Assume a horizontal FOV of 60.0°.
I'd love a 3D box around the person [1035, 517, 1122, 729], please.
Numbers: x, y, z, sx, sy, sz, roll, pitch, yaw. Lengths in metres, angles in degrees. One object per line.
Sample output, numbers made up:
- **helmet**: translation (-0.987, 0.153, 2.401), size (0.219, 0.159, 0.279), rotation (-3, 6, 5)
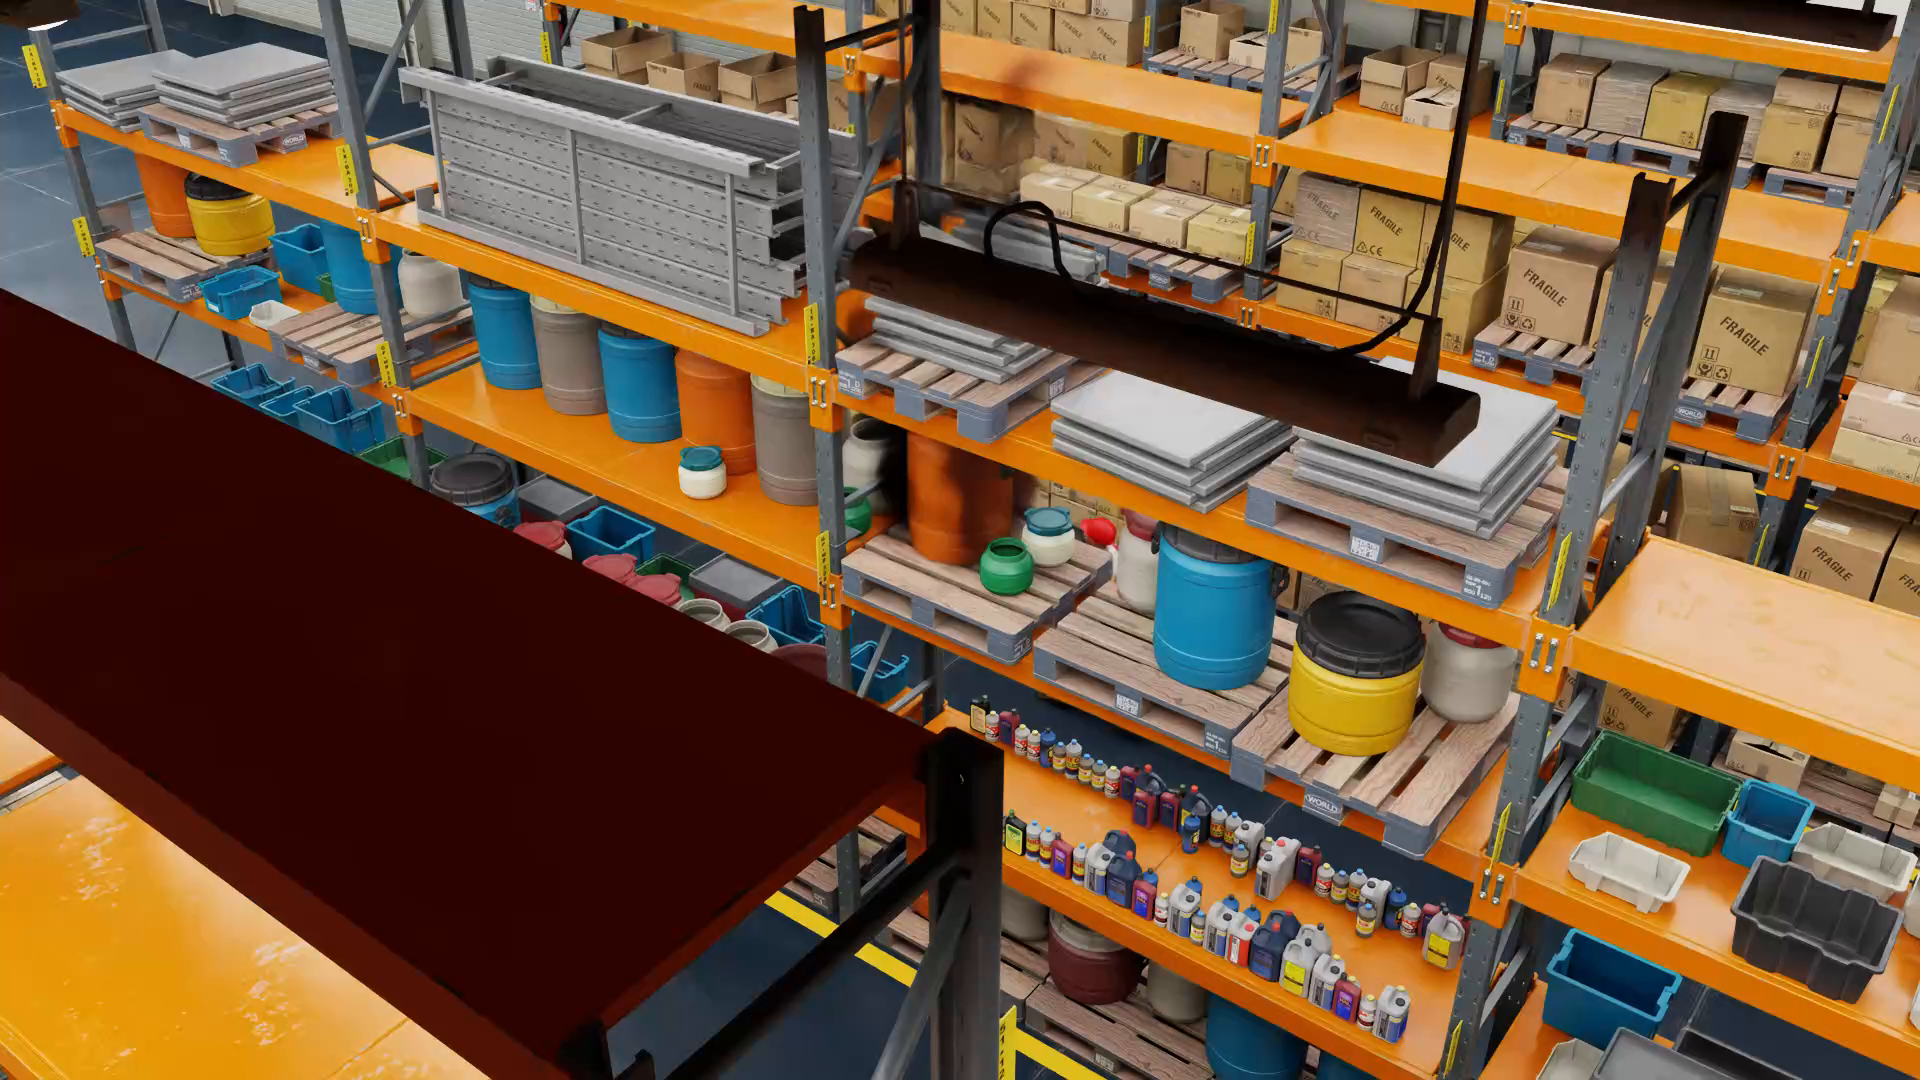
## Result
- **person**: translation (1.006, 0.597, 12.525), size (0.980, 1.787, 0.659), rotation (16, 35, 24)
